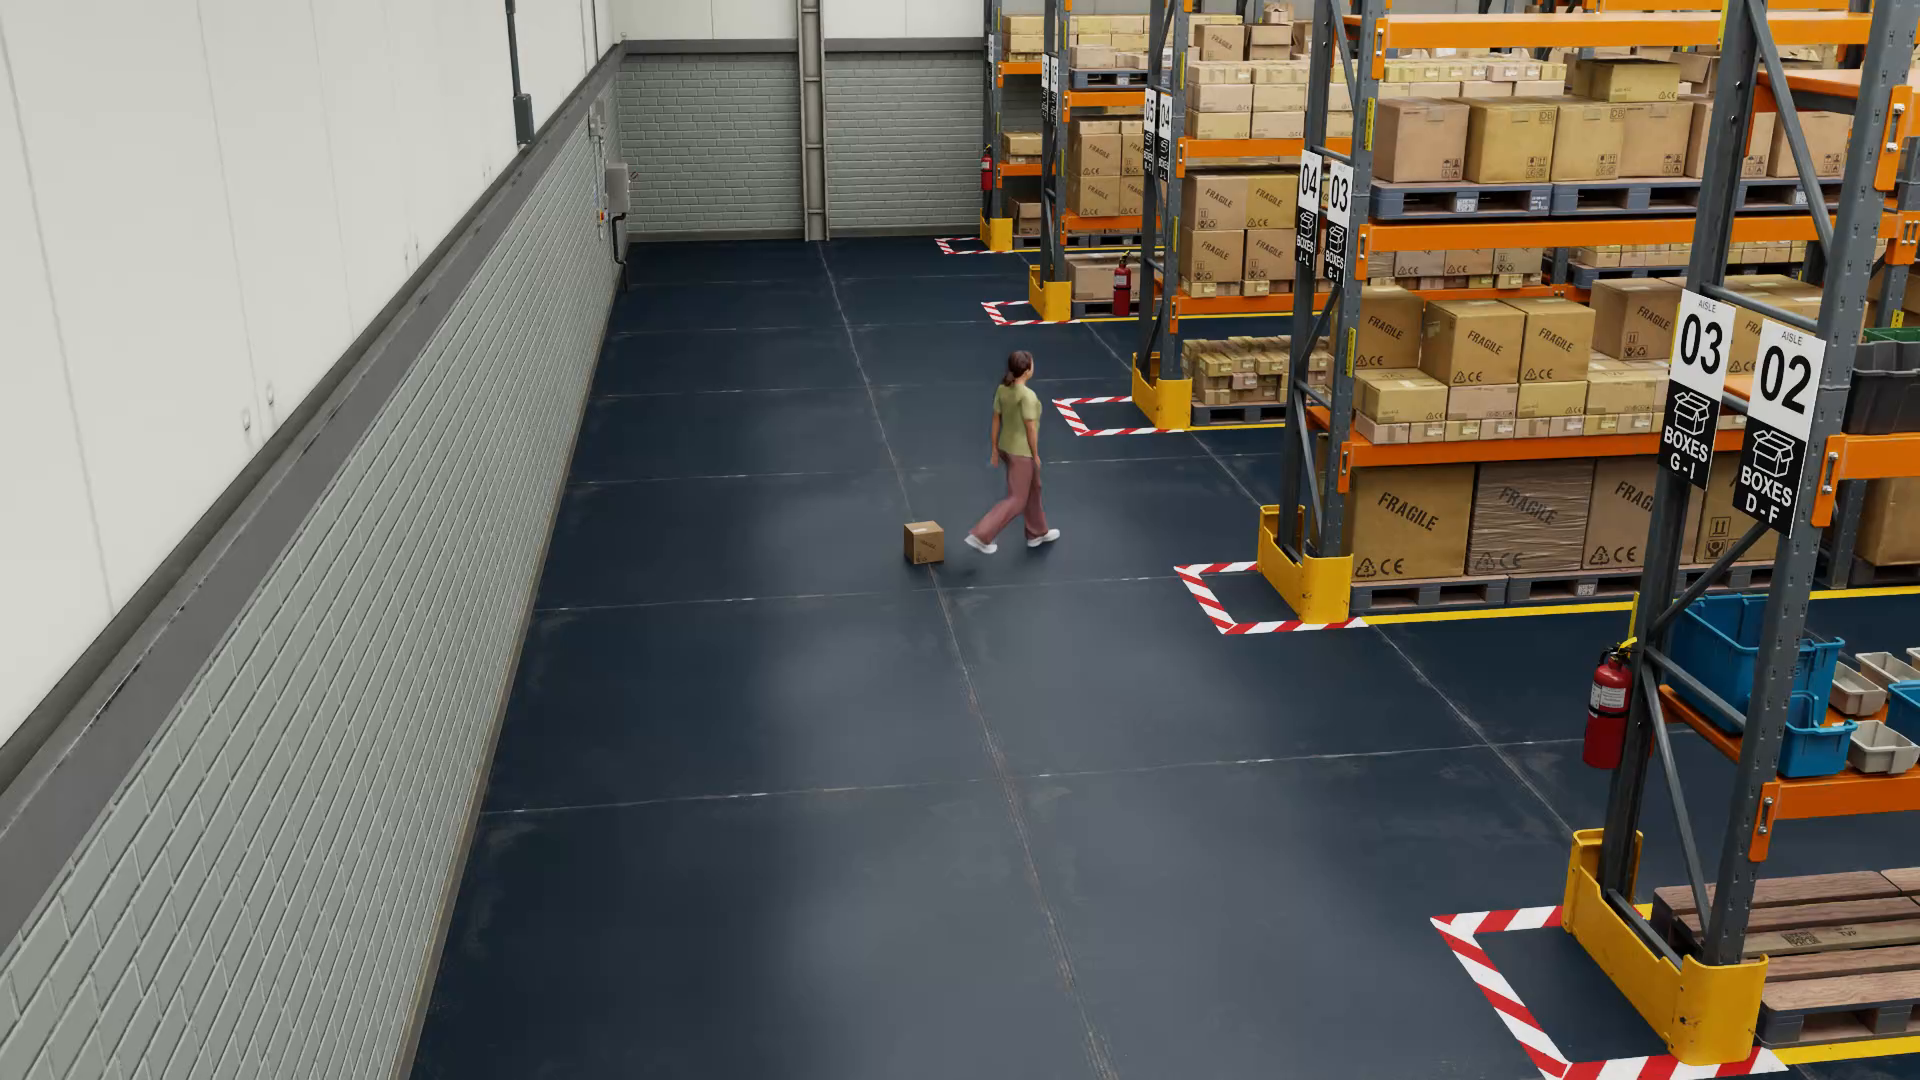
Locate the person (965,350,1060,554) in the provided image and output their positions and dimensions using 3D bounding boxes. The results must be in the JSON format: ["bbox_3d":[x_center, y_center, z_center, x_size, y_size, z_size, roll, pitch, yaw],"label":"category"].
[{"bbox_3d":[0.419,-0.668,12.909,0.974,1.631,0.441,-12,23,-29],"label":"person"}]
